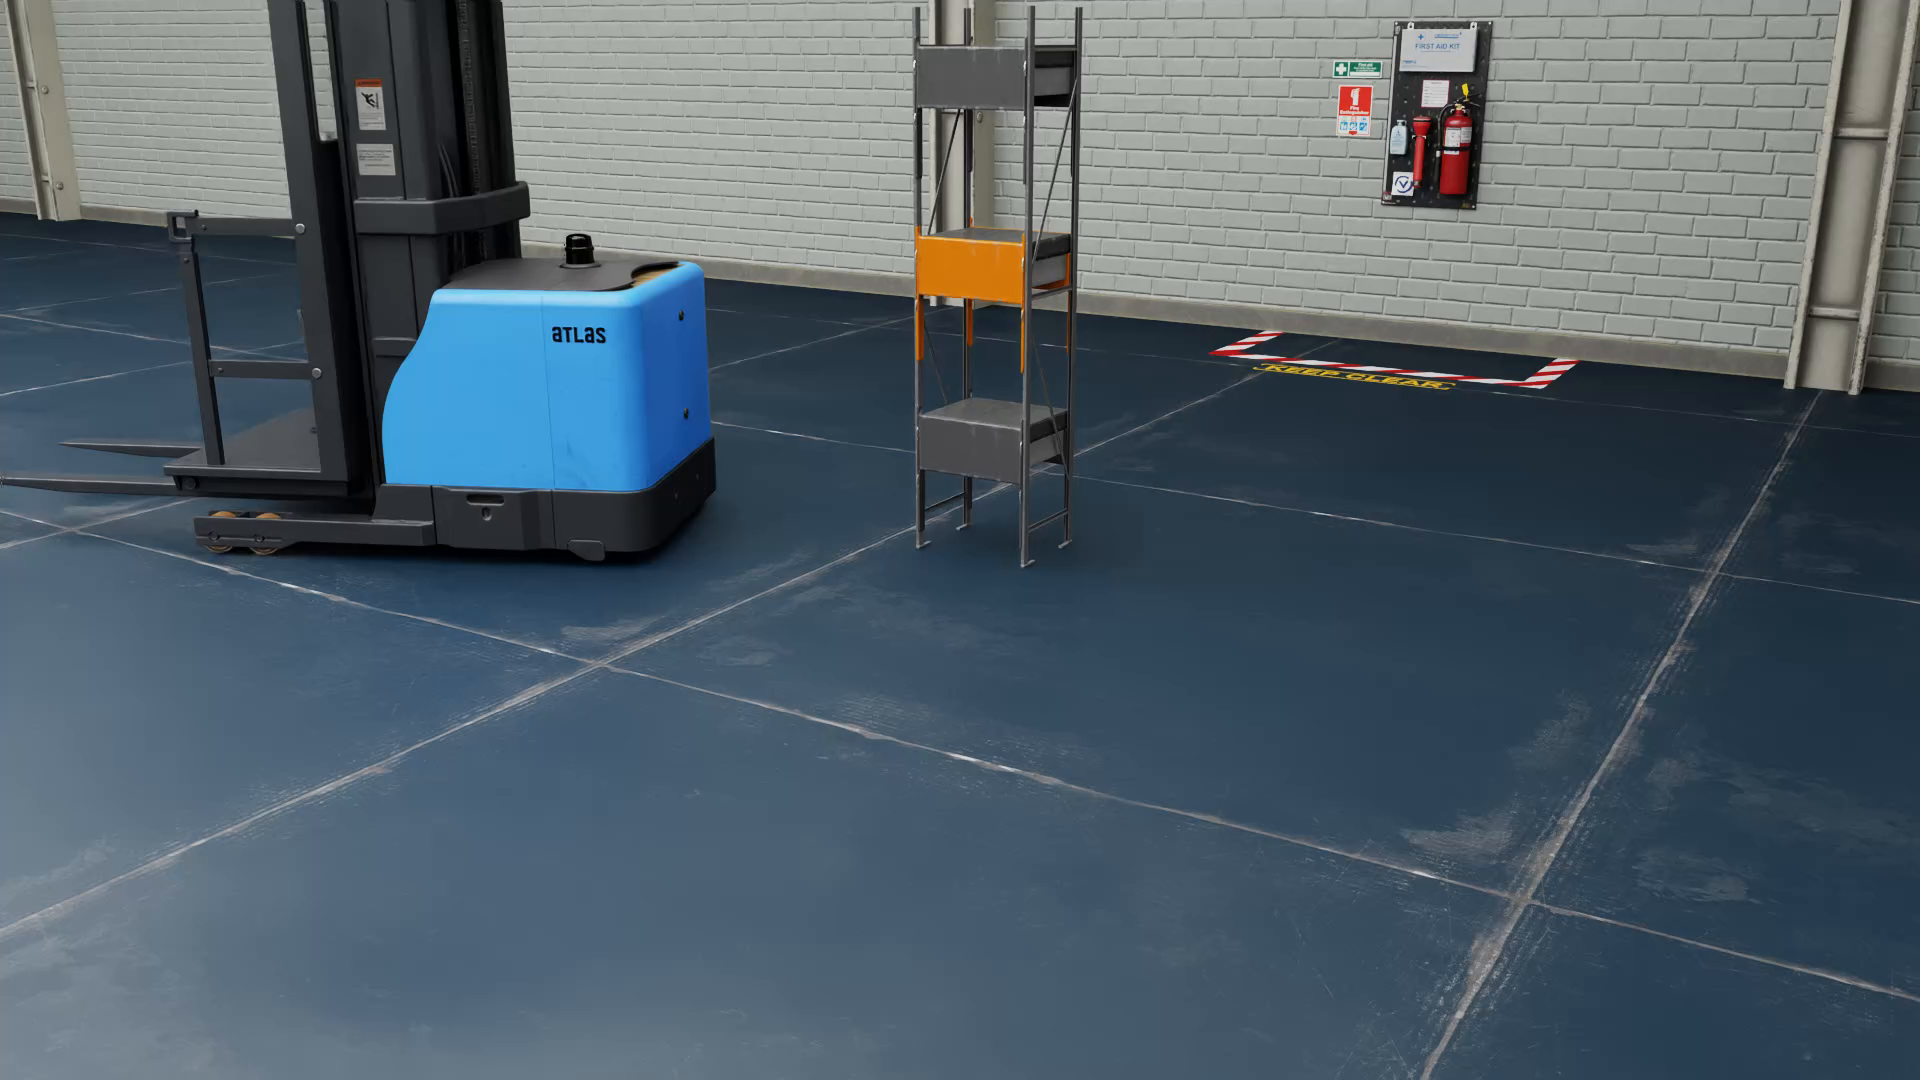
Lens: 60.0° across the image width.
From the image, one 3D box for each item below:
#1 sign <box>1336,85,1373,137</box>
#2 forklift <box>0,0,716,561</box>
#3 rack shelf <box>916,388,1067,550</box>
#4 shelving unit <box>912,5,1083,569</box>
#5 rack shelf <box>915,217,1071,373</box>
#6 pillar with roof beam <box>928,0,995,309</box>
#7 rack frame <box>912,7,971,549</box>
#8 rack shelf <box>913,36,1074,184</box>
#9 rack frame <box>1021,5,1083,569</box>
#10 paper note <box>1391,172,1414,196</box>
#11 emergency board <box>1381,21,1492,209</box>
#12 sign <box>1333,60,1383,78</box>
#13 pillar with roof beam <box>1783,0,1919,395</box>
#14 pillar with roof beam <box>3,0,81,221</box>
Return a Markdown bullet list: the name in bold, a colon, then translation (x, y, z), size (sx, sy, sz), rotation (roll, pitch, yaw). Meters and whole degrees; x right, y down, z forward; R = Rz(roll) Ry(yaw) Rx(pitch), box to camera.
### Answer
- **sign**: translation (2.624, -2.856, 11.062), size (0.234, 0.329, 0.001), rotation (10, 20, 30)
- **forklift**: translation (-2.638, -1.491, 6.747), size (3.031, 2.935, 1.130), rotation (2, 17, 7)
- **rack shelf**: translation (0.141, -0.297, 6.701), size (0.480, 0.518, 0.431), rotation (10, 20, 30)
- **shelving unit**: translation (0.141, -0.979, 6.493), size (0.503, 2.100, 0.431), rotation (10, 20, 30)
- **rack shelf**: translation (0.141, -0.966, 6.497), size (0.480, 0.518, 0.431), rotation (10, 20, 30)
- **pillar with roof beam**: translation (-2.239, -5.061, 8.060), size (0.400, 9.000, 9.100), rotation (10, 20, 30)
- **rack frame**: translation (-0.067, -1.017, 6.615), size (0.015, 2.100, 0.400), rotation (10, 20, 30)
- **rack shelf**: translation (0.141, -1.636, 6.294), size (0.480, 0.518, 0.431), rotation (10, 20, 30)
- **rack frame**: translation (0.349, -0.942, 6.371), size (0.015, 2.100, 0.400), rotation (10, 20, 30)
- **paper note**: translation (2.926, -2.352, 10.979), size (0.142, 0.148, 0.016), rotation (10, 20, 30)
- **emergency board**: translation (3.041, -2.730, 10.706), size (0.643, 1.169, 0.194), rotation (10, 20, 30)
- **sign**: translation (2.623, -3.107, 10.975), size (0.331, 0.109, 0.001), rotation (10, 20, 30)
- **pillar with roof beam**: translation (2.874, -4.148, 5.056), size (0.400, 9.000, 9.100), rotation (10, 20, 30)
- **pillar with roof beam**: translation (-12.464, -6.886, 14.069), size (0.400, 9.000, 9.100), rotation (10, 20, 30)
